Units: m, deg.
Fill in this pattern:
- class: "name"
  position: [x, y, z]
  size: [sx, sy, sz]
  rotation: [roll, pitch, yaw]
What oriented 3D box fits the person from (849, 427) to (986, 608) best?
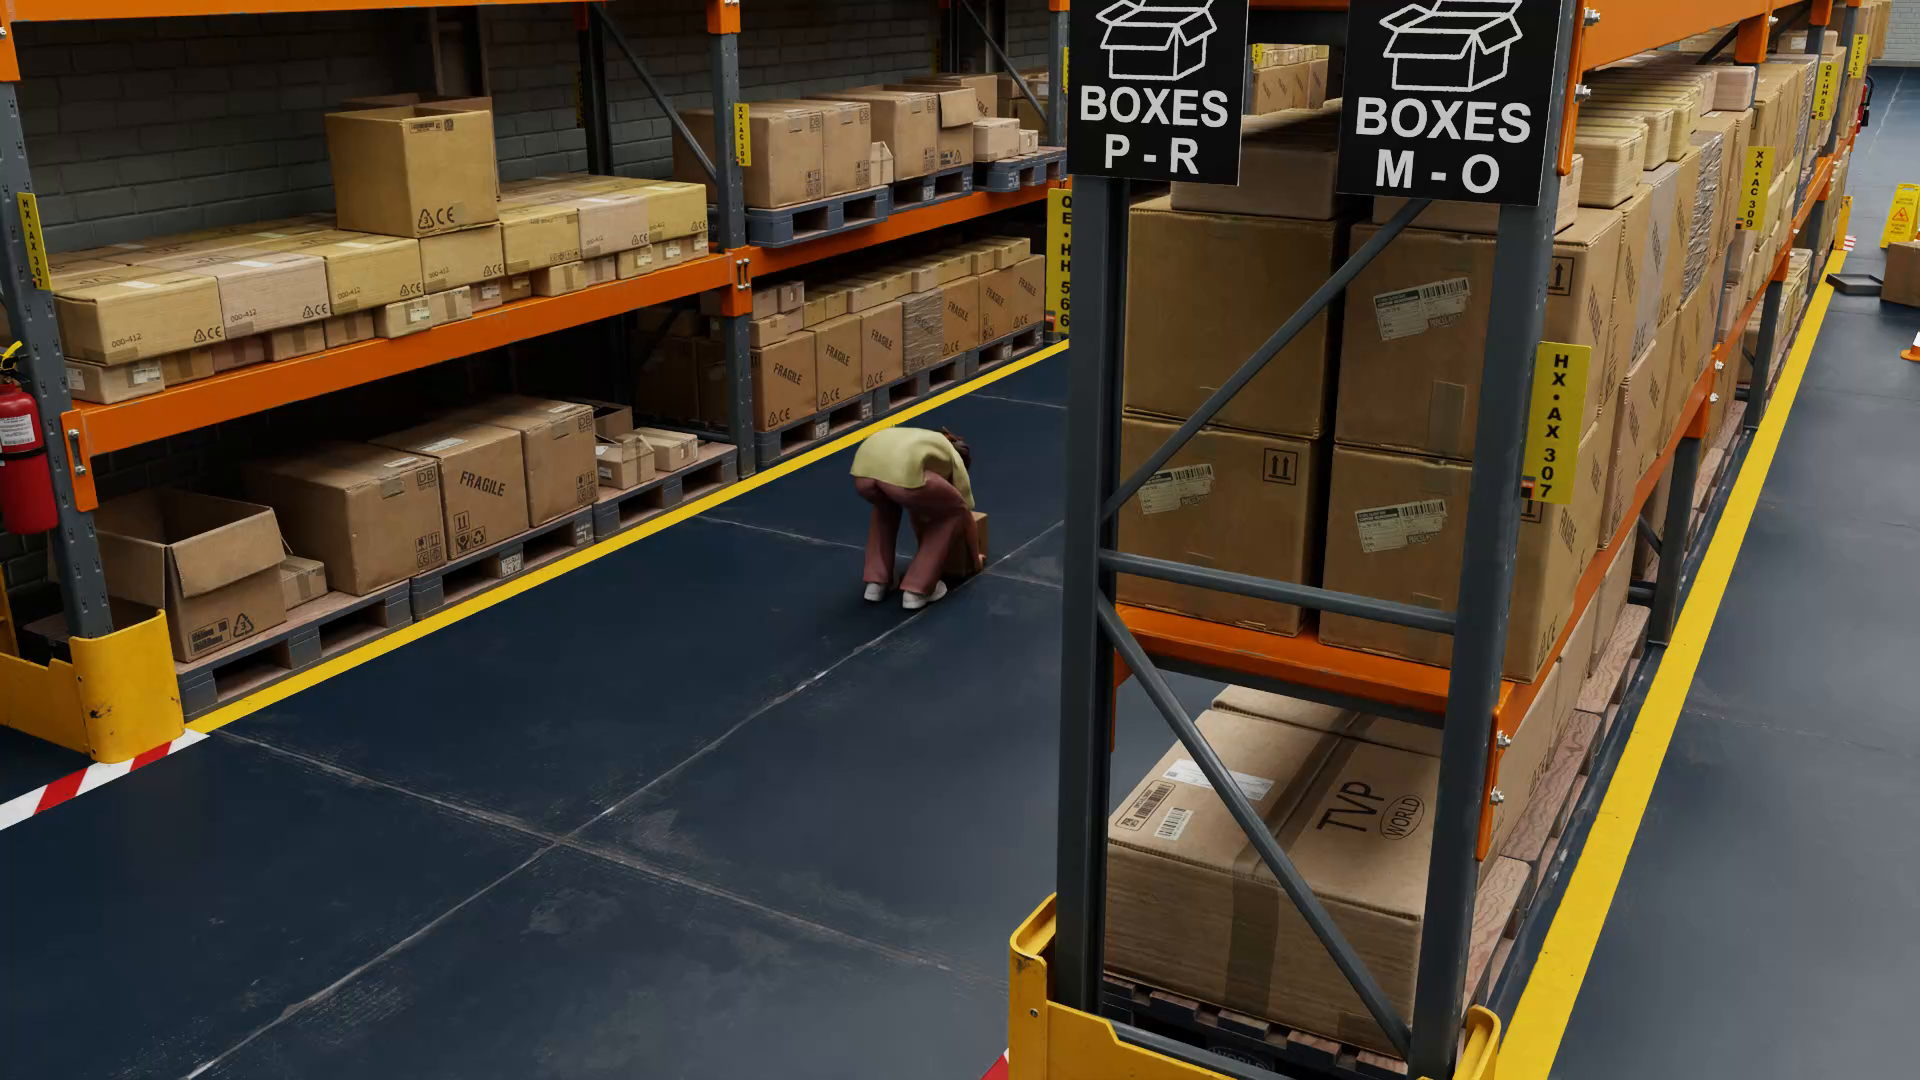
- class: "person"
  position: [-0.197, -0.161, 7.811]
  size: [0.476, 0.835, 0.855]
  rotation: [10, 22, 25]
